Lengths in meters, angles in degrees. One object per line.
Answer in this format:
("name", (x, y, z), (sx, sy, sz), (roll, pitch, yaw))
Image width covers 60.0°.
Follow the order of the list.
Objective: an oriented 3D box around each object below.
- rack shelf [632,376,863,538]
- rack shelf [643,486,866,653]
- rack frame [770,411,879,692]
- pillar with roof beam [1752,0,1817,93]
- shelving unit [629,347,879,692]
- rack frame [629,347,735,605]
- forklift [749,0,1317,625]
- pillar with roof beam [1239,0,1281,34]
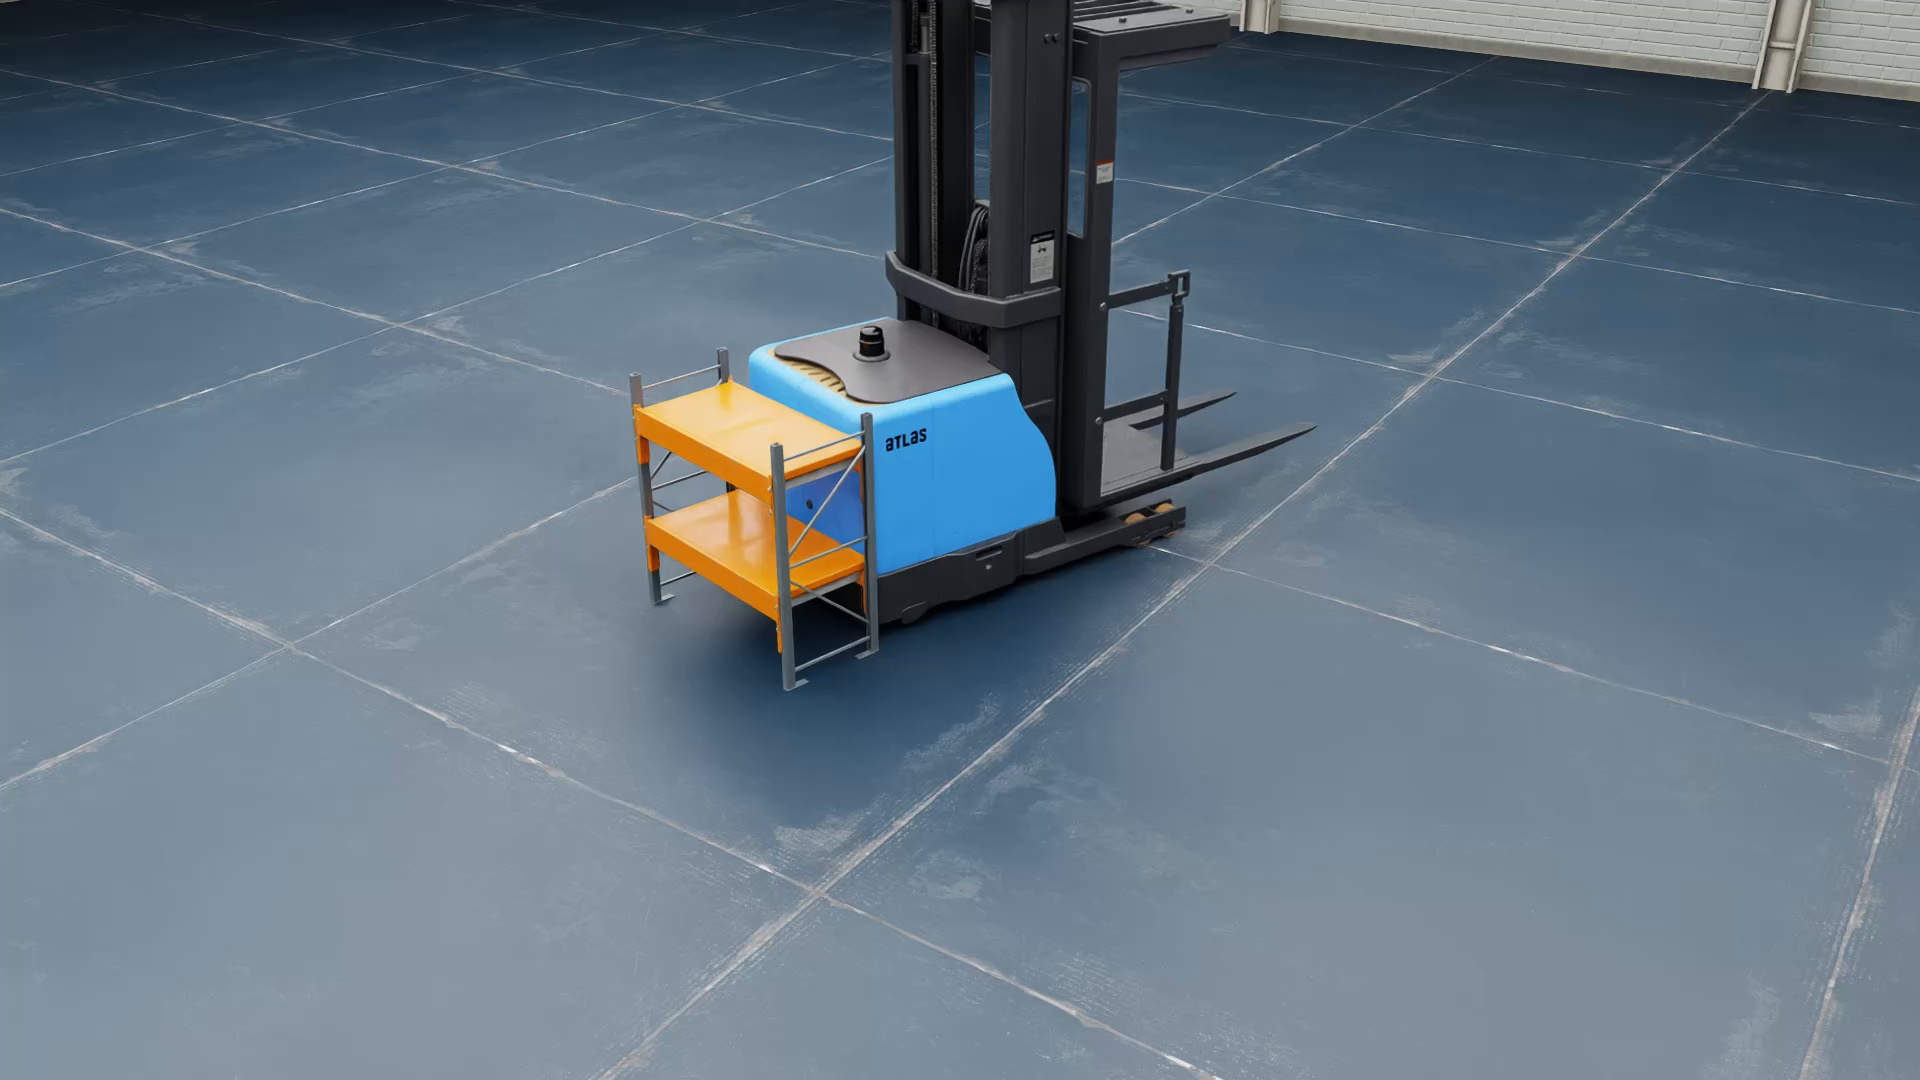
("rack shelf", (-0.892, -0.375, 7.101), (0.538, 0.278, 1.000), (-22, 35, -37))
("rack shelf", (-0.892, 0.104, 7.345), (0.538, 0.278, 1.000), (-22, 35, -37))
("rack frame", (-0.550, 0.056, 6.899), (0.500, 1.125, 0.032), (-22, 35, -37))
("pillar with roof beam", (6.236, -7.214, 12.504), (0.400, 9.000, 9.100), (17, 32, 30))
("shelving unit", (-0.892, -0.114, 7.234), (0.538, 1.125, 1.048), (-22, 35, -37))
("rack frame", (-1.235, -0.284, 7.569), (0.500, 1.125, 0.032), (-22, 35, -37))
("forklift", (0.509, -1.444, 7.856), (3.031, 2.935, 1.130), (-18, 32, -32))
("pillar with roof beam", (1.291, -8.755, 15.531), (0.400, 9.000, 9.100), (17, 32, 30))
